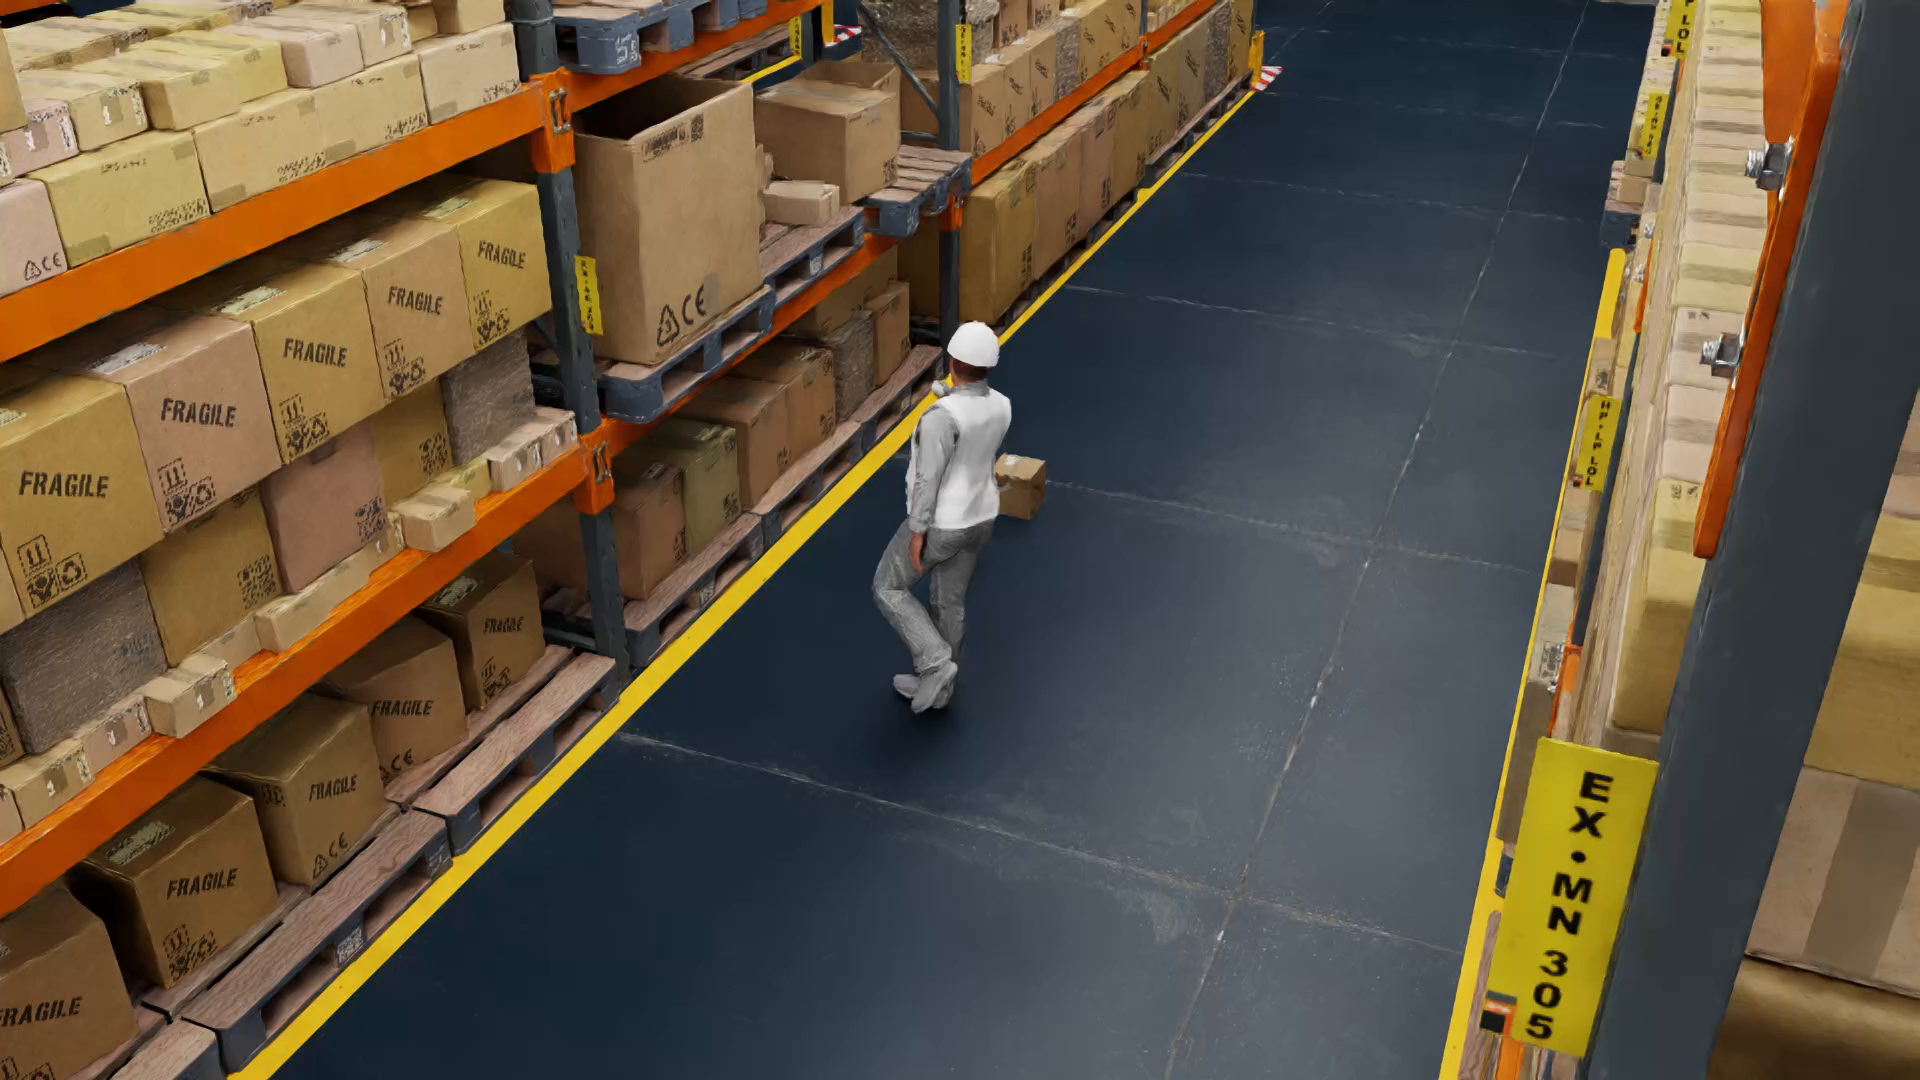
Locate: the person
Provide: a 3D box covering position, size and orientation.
[{"bbox_3d":[-4.230,-2.814,7.965,9.213,5.793,10.958,26,38,37],"label":"person"}]
